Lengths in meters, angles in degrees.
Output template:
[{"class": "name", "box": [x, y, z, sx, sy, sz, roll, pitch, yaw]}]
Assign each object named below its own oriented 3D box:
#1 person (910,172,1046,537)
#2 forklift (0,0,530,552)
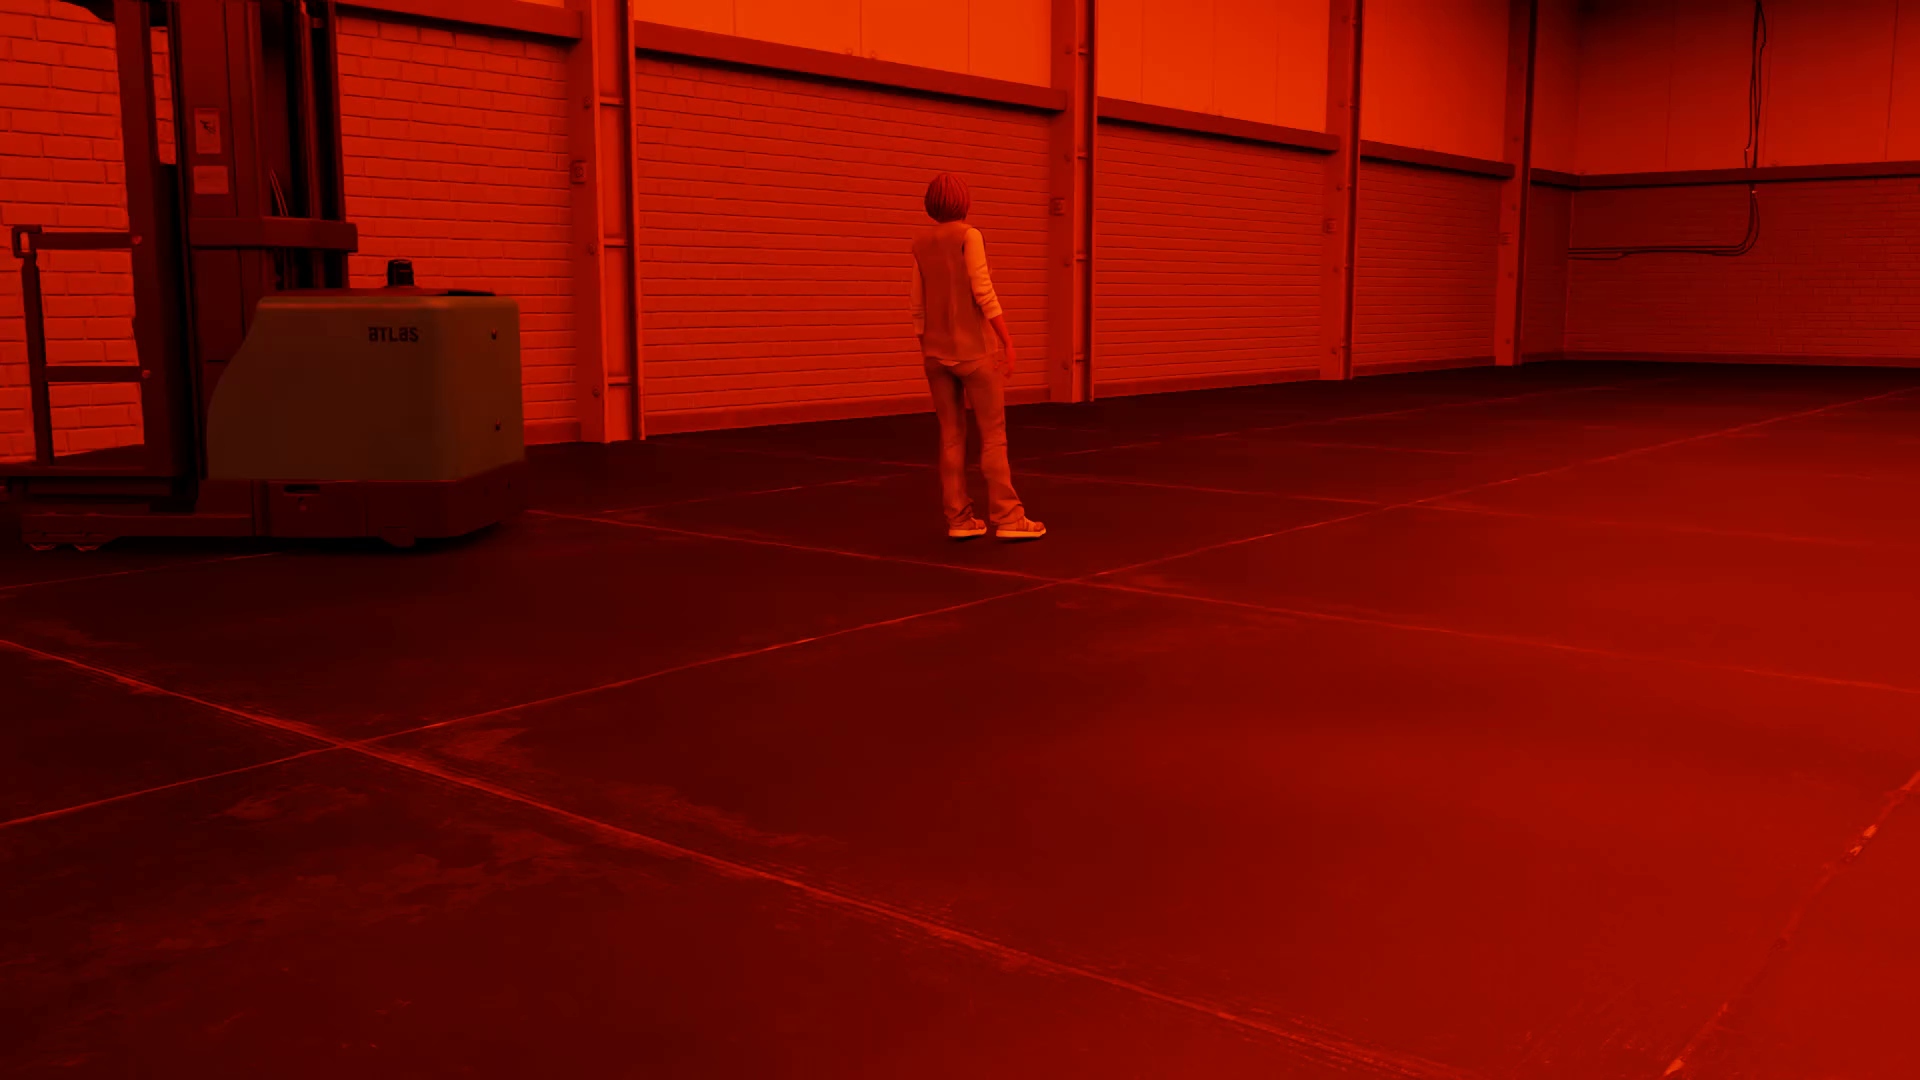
[{"class": "person", "box": [0.057, -0.804, 7.336, 0.521, 1.596, 0.475, 7, 11, 38]}, {"class": "forklift", "box": [-3.585, -1.476, 7.371, 3.031, 2.935, 1.130, 1, 8, 4]}]
